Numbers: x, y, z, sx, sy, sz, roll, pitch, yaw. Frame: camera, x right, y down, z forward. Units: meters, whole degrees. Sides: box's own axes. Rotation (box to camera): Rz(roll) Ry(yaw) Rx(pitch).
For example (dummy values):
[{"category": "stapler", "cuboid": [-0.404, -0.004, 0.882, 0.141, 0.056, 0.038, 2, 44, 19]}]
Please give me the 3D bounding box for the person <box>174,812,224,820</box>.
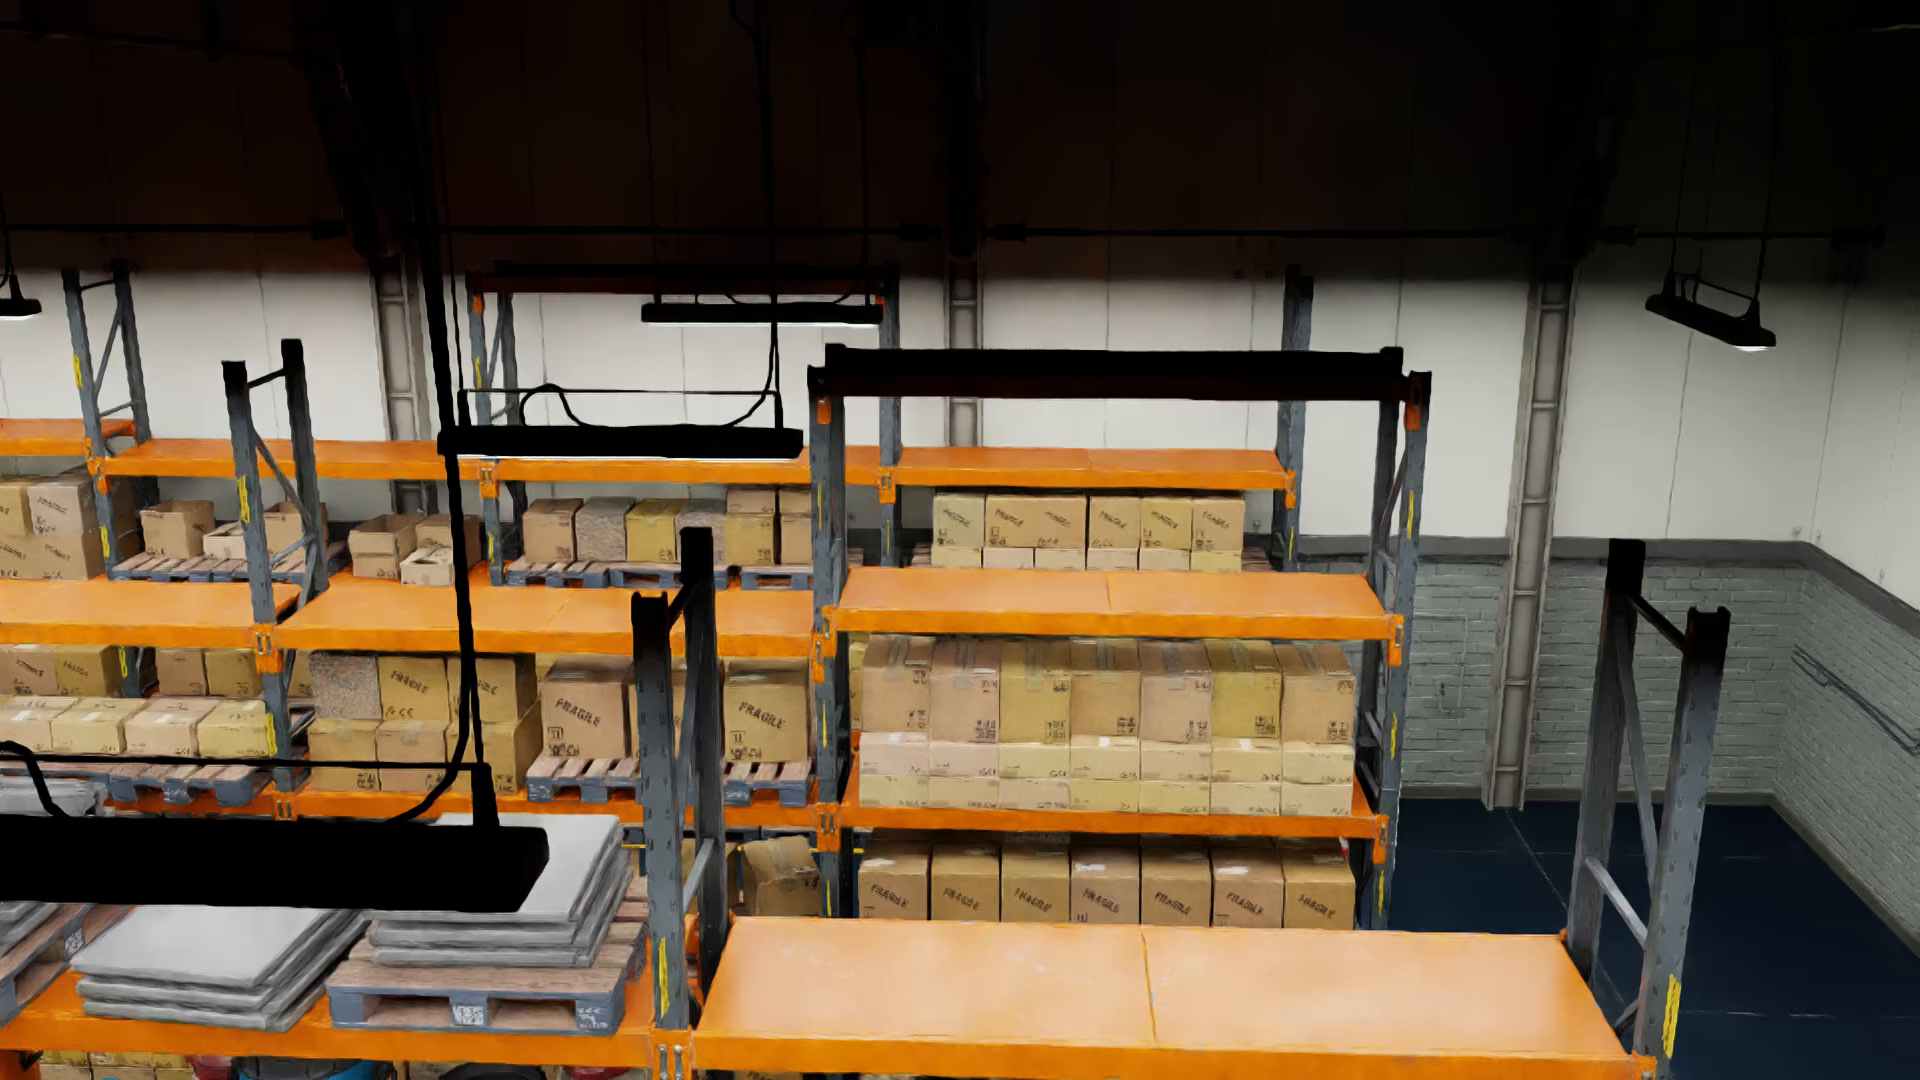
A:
[{"category": "person", "cuboid": [-7.643, 2.619, 16.609, 0.844, 1.657, 0.682, -4, 17, -14]}]
